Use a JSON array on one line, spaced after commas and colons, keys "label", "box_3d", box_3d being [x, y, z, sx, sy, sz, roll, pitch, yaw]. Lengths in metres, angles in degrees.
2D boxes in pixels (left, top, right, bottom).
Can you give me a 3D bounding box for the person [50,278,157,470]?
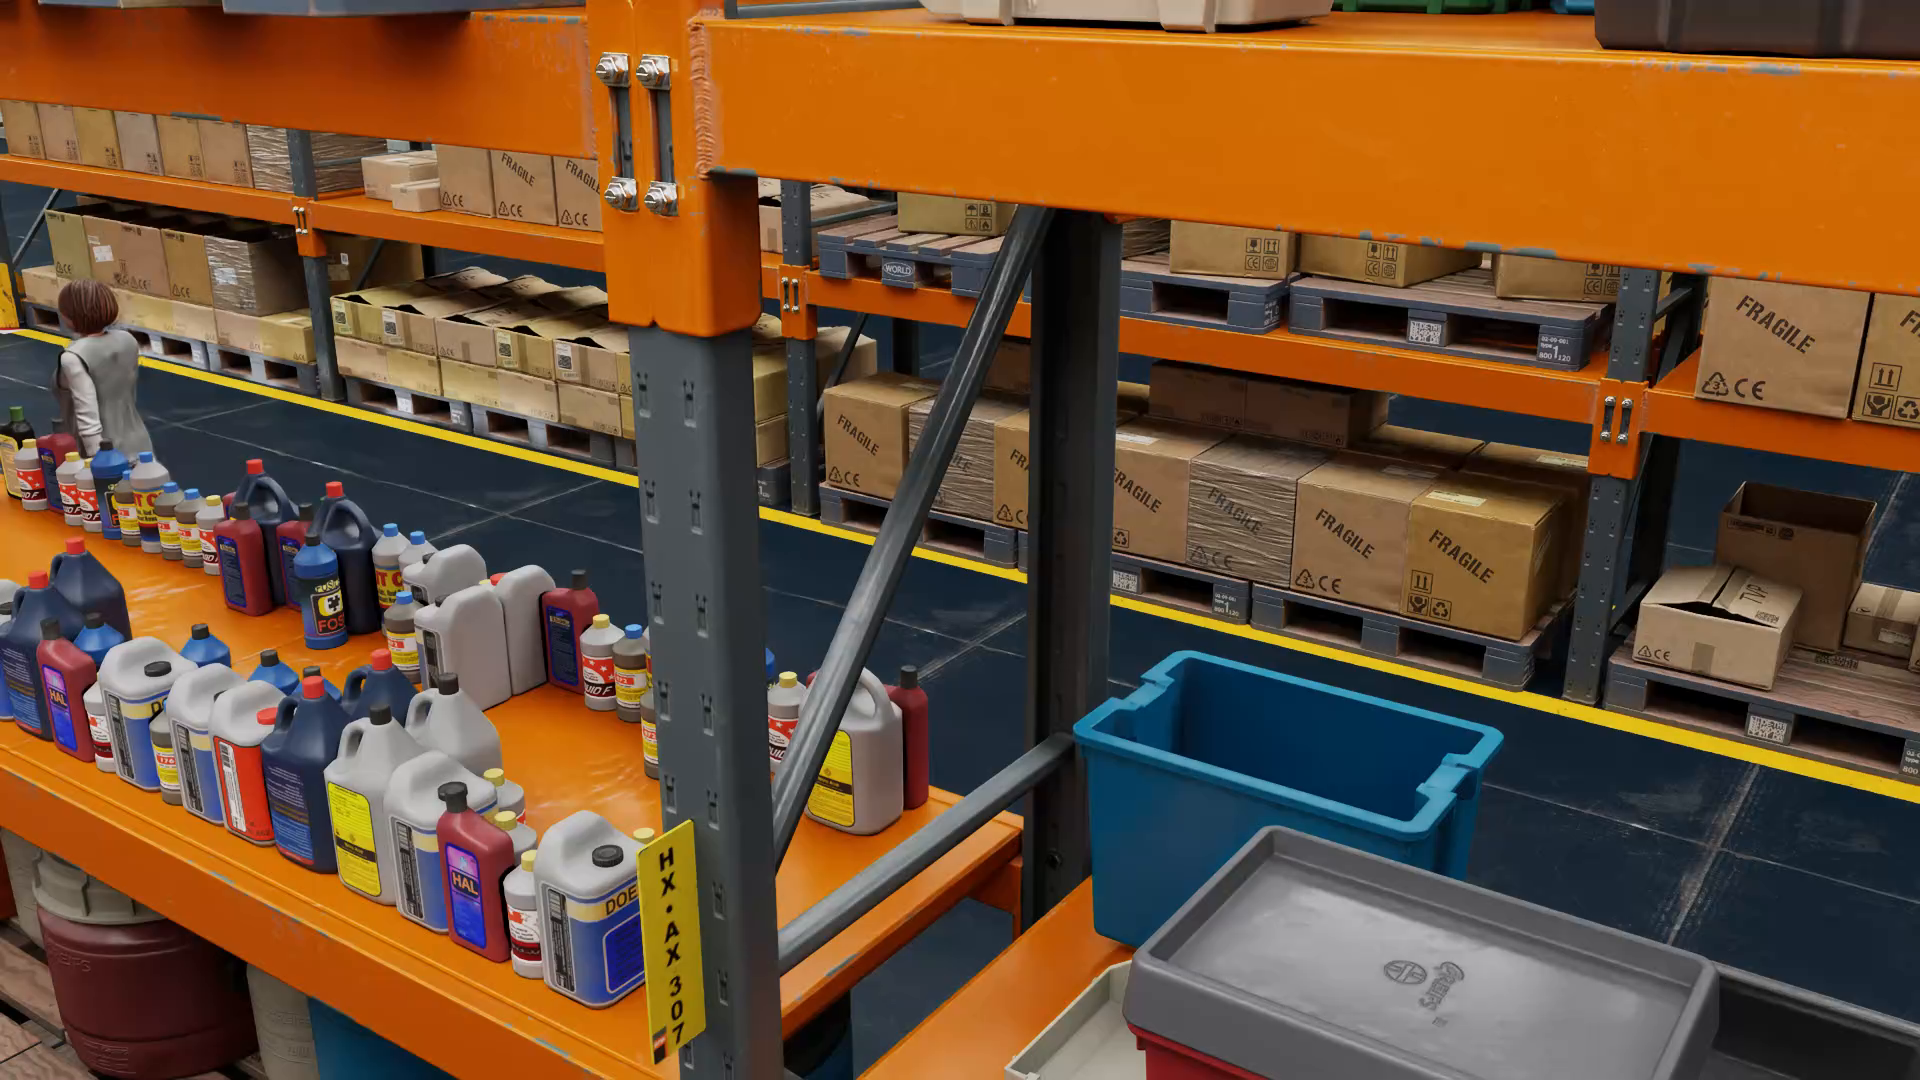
[{"label": "person", "box_3d": [-3.610, -0.352, 7.034, 0.944, 1.540, 0.406, 9, 22, 22]}]
